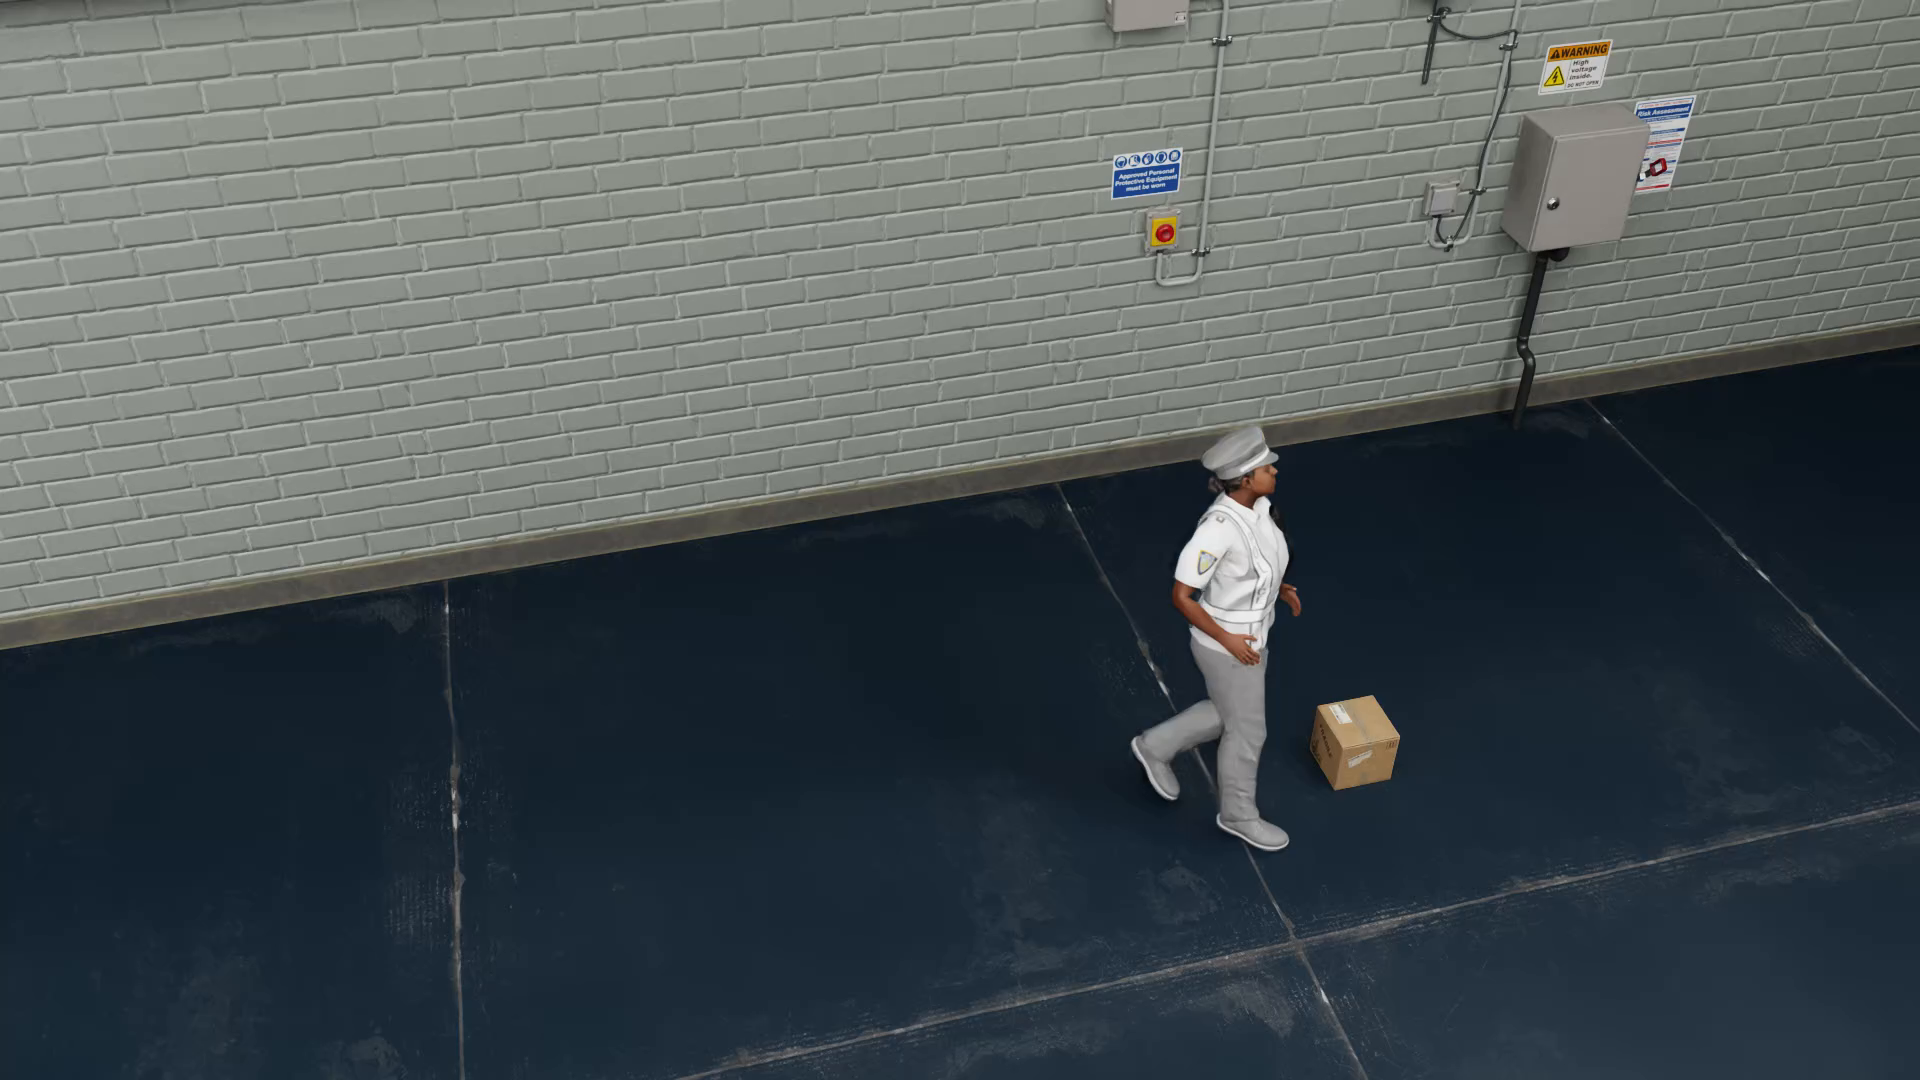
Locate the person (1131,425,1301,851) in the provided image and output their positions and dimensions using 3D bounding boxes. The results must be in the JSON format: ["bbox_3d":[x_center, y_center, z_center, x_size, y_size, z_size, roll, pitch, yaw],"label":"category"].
[{"bbox_3d":[1.062,0.340,6.284,0.672,1.671,0.606,14,40,17],"label":"person"}]
